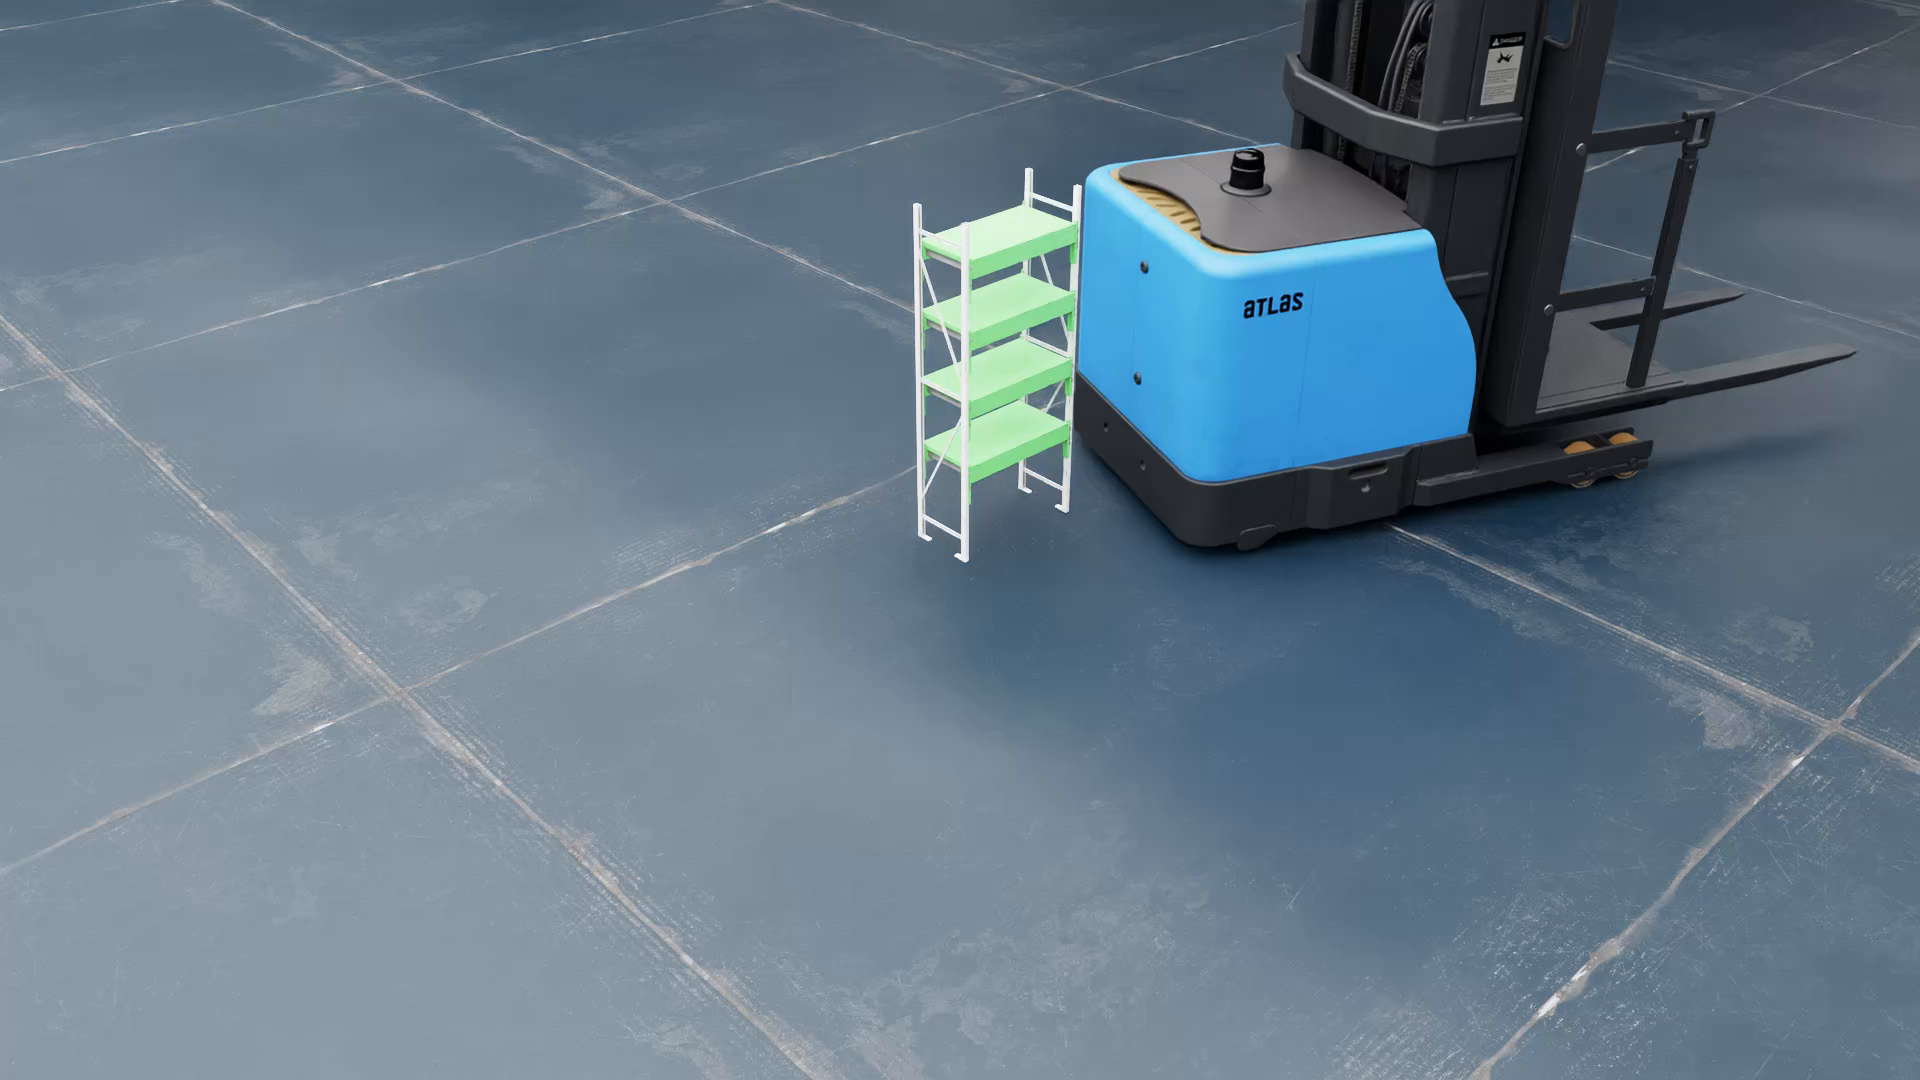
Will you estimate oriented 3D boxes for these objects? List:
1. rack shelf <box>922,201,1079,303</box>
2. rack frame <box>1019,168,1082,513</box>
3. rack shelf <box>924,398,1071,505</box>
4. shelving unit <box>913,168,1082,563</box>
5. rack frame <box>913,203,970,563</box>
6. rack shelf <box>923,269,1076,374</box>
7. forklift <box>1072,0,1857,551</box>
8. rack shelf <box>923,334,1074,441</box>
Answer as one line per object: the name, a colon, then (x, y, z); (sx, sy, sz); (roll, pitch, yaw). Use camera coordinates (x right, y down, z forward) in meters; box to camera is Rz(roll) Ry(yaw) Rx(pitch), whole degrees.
rack shelf: (0.121, -0.926, 5.316); (0.480, 0.148, 0.258); (-26, 40, -35)
rack frame: (0.300, -0.657, 5.675); (0.015, 1.200, 0.240); (-26, 40, -35)
rack shelf: (0.121, -0.311, 5.692); (0.480, 0.148, 0.258); (-26, 40, -35)
shelving unit: (0.121, -0.571, 5.533); (0.503, 1.200, 0.258); (-26, 40, -35)
rack frame: (-0.058, -0.484, 5.391); (0.015, 1.200, 0.240); (-26, 40, -35)
rack shelf: (0.121, -0.721, 5.441); (0.480, 0.148, 0.258); (-26, 40, -35)
forklift: (1.997, -1.686, 5.697); (3.031, 2.935, 1.130); (-11, 33, -18)
rack shelf: (0.121, -0.516, 5.566); (0.480, 0.148, 0.258); (-26, 40, -35)
